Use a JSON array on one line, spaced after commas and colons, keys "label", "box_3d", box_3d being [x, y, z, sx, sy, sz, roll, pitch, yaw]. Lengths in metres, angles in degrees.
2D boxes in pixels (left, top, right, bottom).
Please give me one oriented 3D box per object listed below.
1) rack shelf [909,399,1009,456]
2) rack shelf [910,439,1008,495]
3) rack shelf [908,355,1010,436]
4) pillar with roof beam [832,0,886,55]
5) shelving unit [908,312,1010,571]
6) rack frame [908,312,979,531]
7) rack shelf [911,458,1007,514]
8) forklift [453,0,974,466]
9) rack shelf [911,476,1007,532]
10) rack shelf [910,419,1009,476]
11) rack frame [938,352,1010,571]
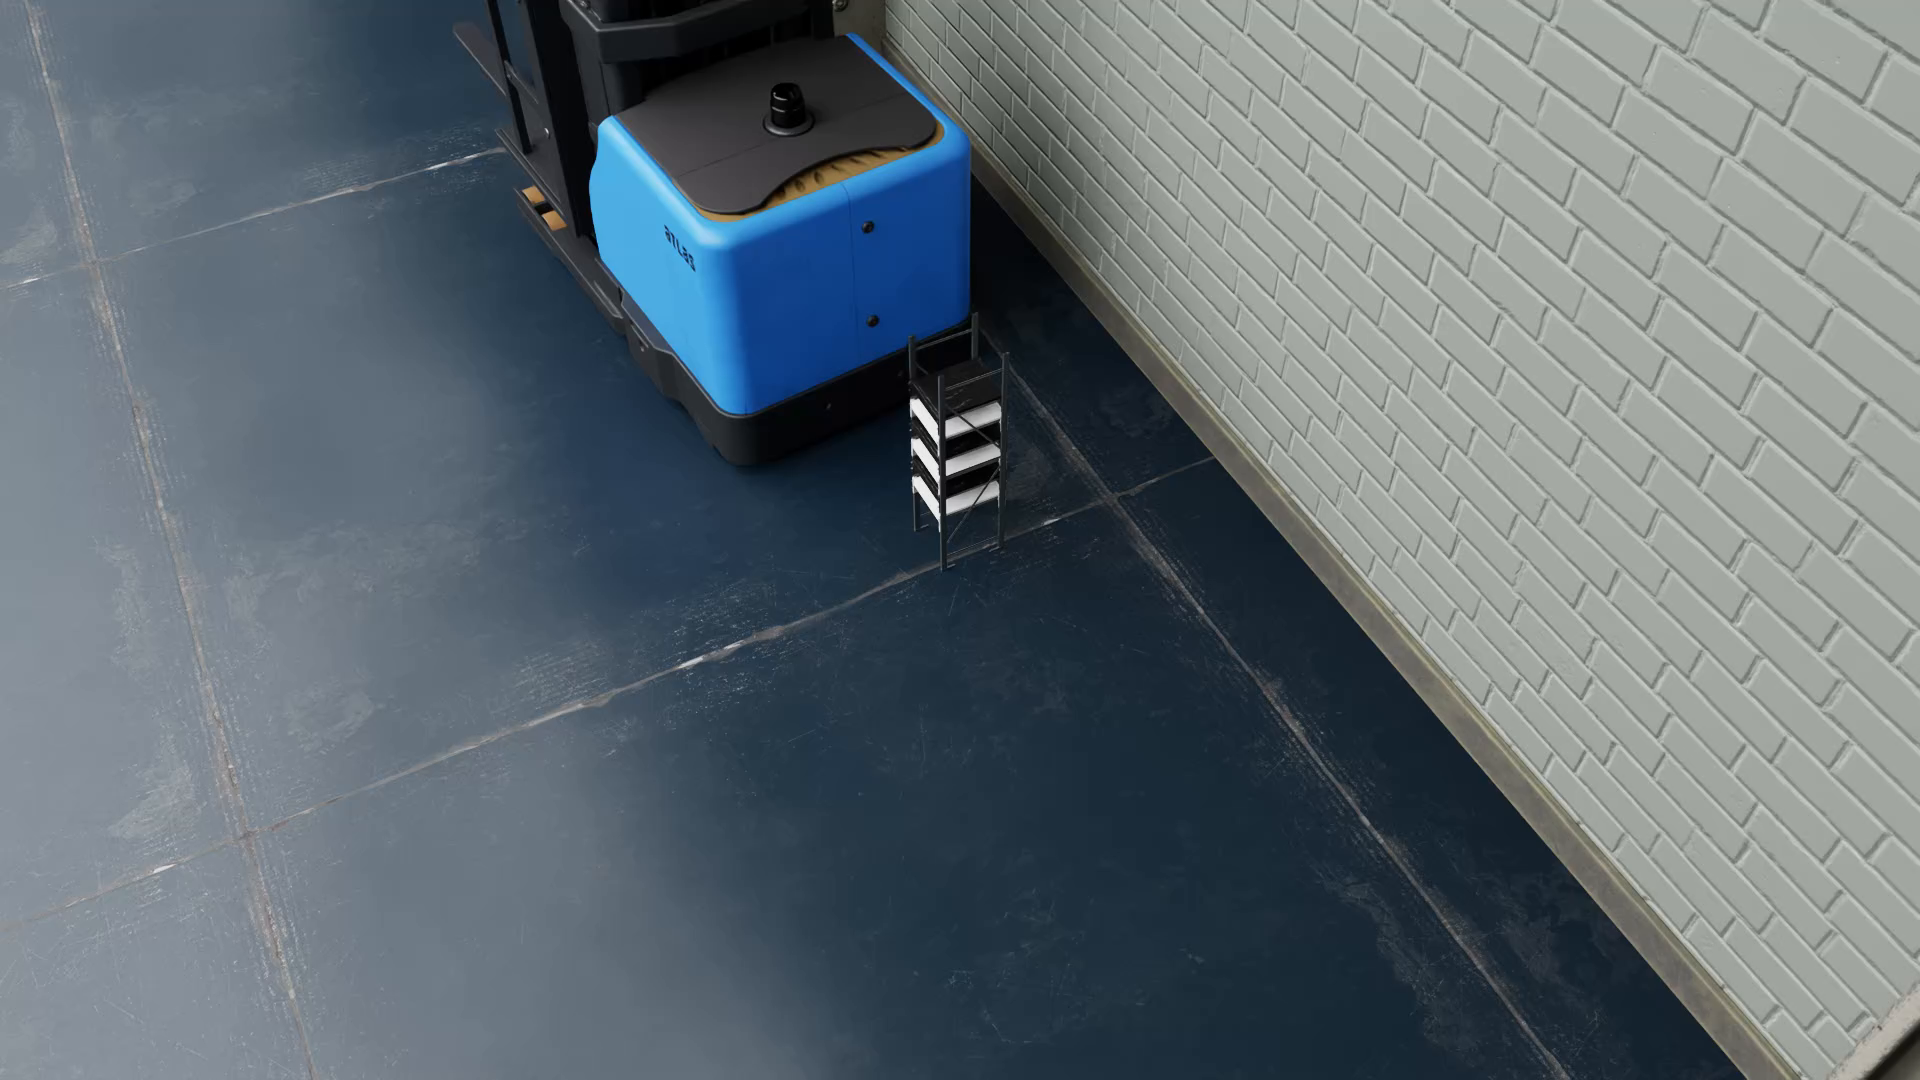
[{"label": "rack shelf", "box_3d": [-0.004, -0.398, 5.306, 0.258, 0.077, 0.200, -21, 52, -18]}, {"label": "rack shelf", "box_3d": [-0.004, -0.280, 5.441, 0.258, 0.077, 0.200, -21, 52, -18]}, {"label": "rack shelf", "box_3d": [-0.004, -0.458, 5.238, 0.258, 0.077, 0.200, -21, 52, -18]}, {"label": "pillar with roof beam", "box_3d": [-4.382, -3.747, 3.049, 9.100, 9.000, 0.400, -21, 52, -18]}, {"label": "shelving unit", "box_3d": [-0.004, -0.302, 5.416, 0.258, 0.900, 0.210, -21, 52, -18]}, {"label": "rack frame", "box_3d": [-0.050, -0.370, 5.476, 0.240, 0.900, 0.006, -21, 52, -18]}, {"label": "rack shelf", "box_3d": [-0.004, -0.220, 5.509, 0.258, 0.077, 0.200, -21, 52, -18]}, {"label": "forklift", "box_3d": [-1.174, -2.318, 5.830, 1.130, 2.935, 3.031, -26, 54, -21]}, {"label": "rack shelf", "box_3d": [-0.004, -0.161, 5.577, 0.258, 0.077, 0.200, -21, 52, -18]}, {"label": "rack shelf", "box_3d": [-0.004, -0.339, 5.373, 0.258, 0.077, 0.200, -21, 52, -18]}, {"label": "rack frame", "box_3d": [0.043, -0.234, 5.357, 0.240, 0.900, 0.006, -21, 52, -18]}]
